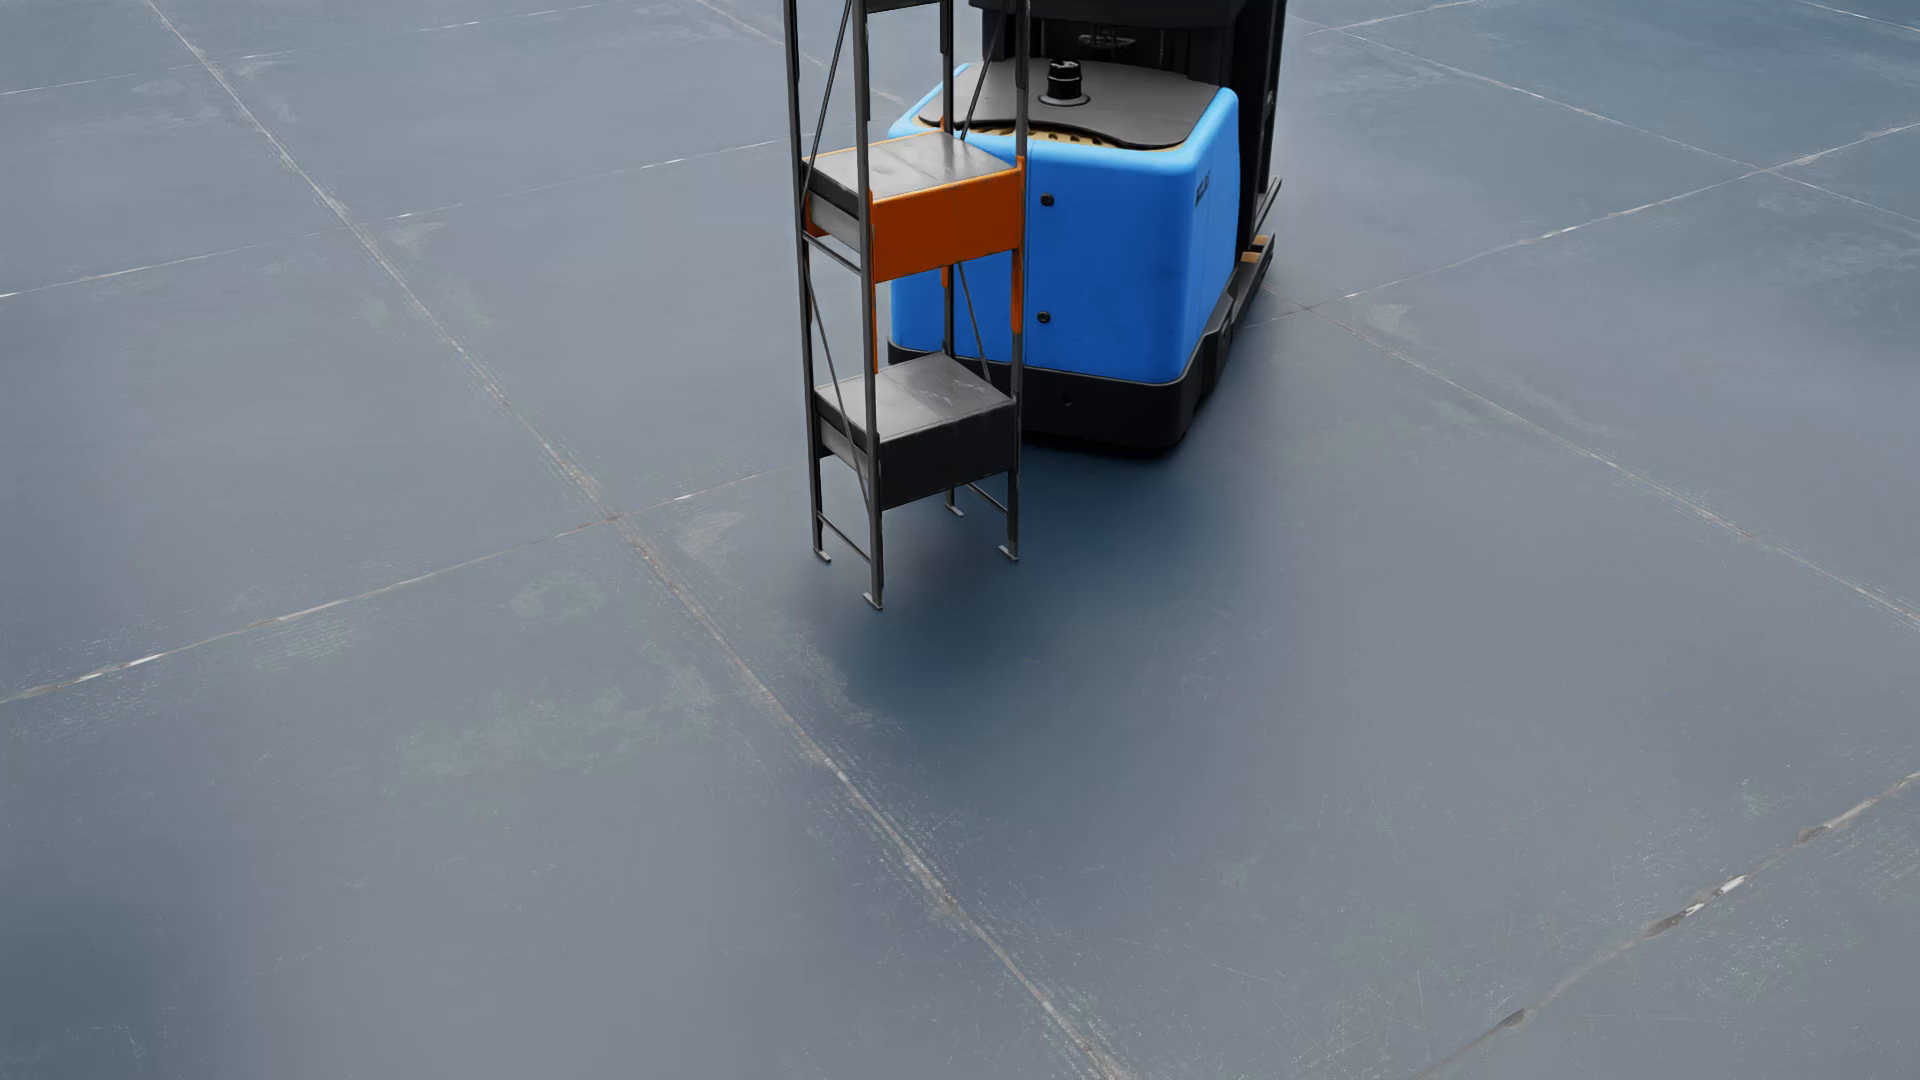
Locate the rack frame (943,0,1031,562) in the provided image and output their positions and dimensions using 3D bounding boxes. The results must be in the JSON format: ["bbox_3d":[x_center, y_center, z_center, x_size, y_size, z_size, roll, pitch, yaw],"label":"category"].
[{"bbox_3d":[0.066,-0.911,4.726,0.015,2.100,0.400,-19,37,-27],"label":"rack frame"}]

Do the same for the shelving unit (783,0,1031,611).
[{"bbox_3d":[-0.139,-0.840,4.614,0.503,2.100,0.431,-19,37,-27],"label":"shelving unit"}]

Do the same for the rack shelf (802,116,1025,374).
[{"bbox_3d":[-0.139,-0.829,4.621,0.480,0.518,0.431,-19,37,-27],"label":"rack shelf"}]

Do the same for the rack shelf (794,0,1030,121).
[{"bbox_3d":[-0.139,-1.421,4.248,0.480,0.518,0.431,-19,37,-27],"label":"rack shelf"}]

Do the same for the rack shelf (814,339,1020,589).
[{"bbox_3d":[-0.139,-0.237,4.995,0.480,0.518,0.431,-19,37,-27],"label":"rack shelf"}]

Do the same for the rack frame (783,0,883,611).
[{"bbox_3d":[-0.344,-0.770,4.502,0.015,2.100,0.400,-19,37,-27],"label":"rack frame"}]

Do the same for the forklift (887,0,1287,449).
[{"bbox_3d":[0.695,-2.324,6.186,1.130,2.935,3.031,10,34,15],"label":"forklift"}]
